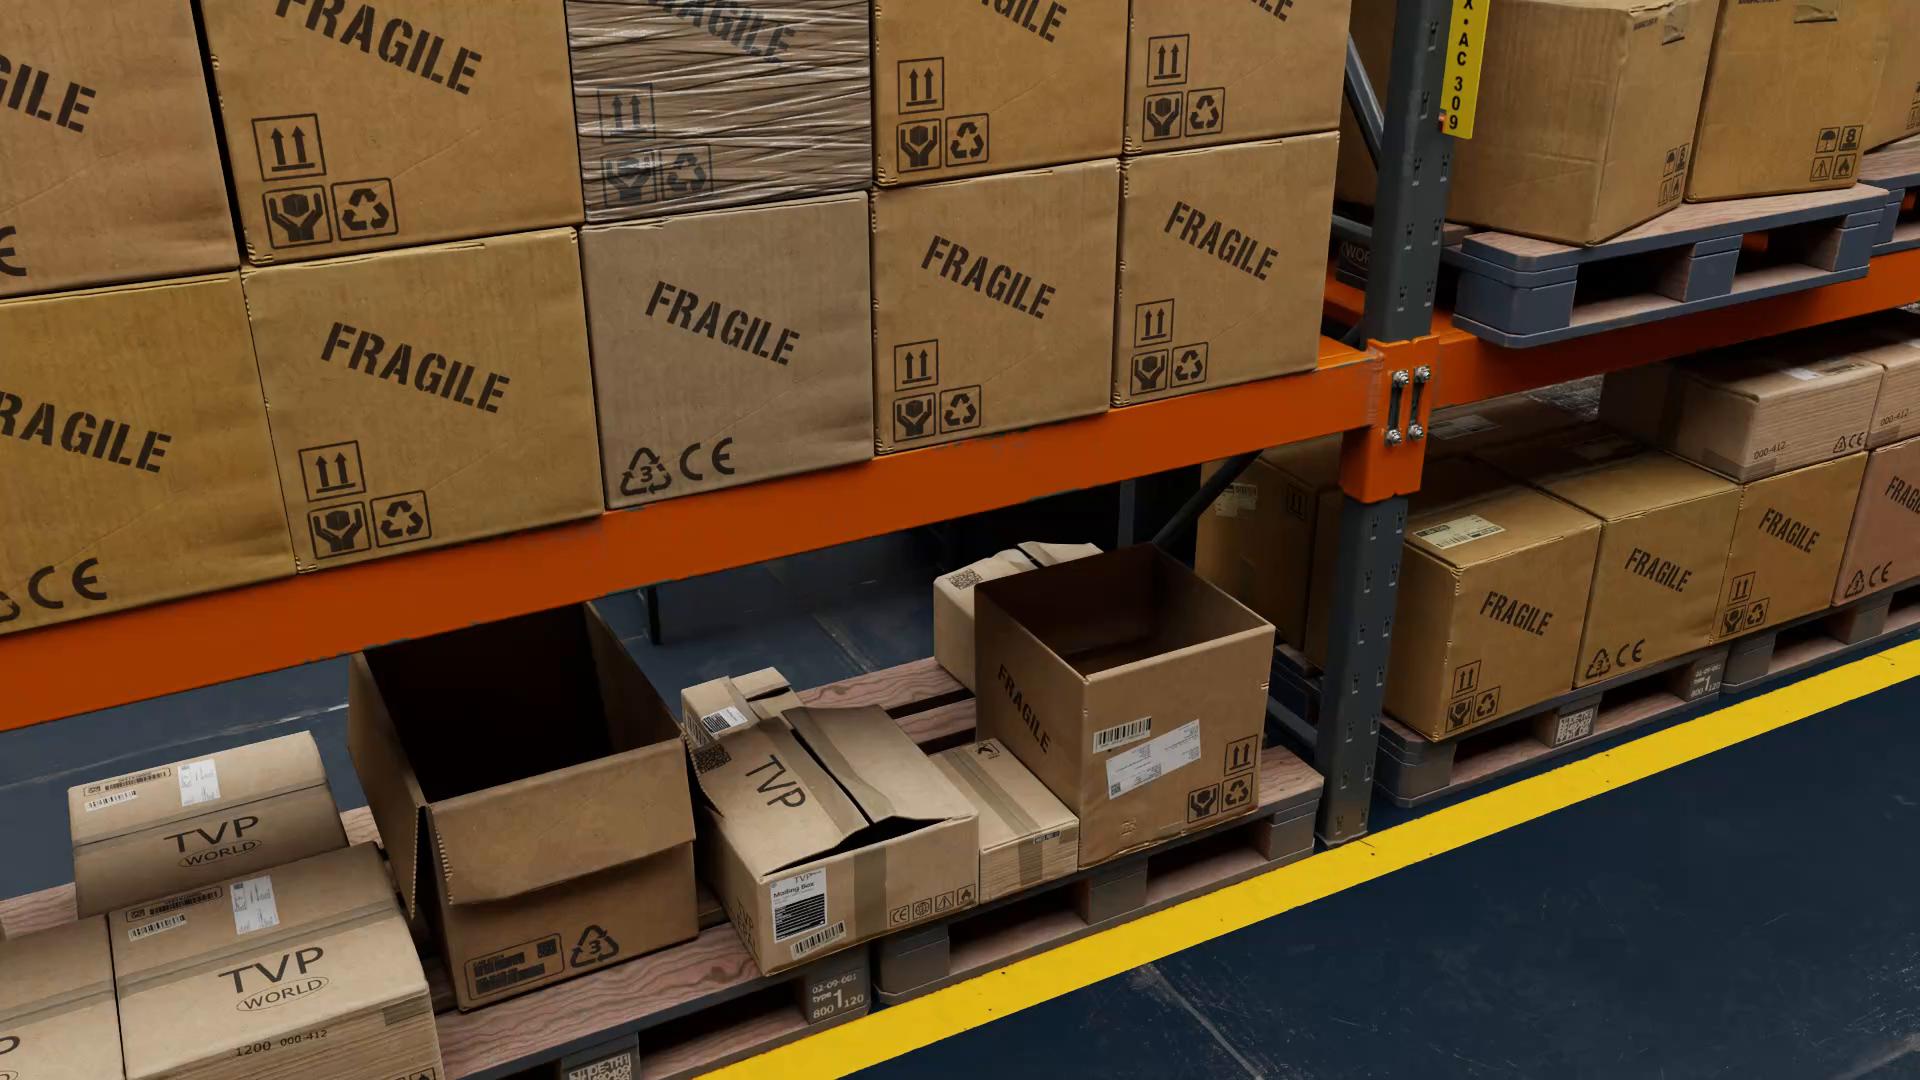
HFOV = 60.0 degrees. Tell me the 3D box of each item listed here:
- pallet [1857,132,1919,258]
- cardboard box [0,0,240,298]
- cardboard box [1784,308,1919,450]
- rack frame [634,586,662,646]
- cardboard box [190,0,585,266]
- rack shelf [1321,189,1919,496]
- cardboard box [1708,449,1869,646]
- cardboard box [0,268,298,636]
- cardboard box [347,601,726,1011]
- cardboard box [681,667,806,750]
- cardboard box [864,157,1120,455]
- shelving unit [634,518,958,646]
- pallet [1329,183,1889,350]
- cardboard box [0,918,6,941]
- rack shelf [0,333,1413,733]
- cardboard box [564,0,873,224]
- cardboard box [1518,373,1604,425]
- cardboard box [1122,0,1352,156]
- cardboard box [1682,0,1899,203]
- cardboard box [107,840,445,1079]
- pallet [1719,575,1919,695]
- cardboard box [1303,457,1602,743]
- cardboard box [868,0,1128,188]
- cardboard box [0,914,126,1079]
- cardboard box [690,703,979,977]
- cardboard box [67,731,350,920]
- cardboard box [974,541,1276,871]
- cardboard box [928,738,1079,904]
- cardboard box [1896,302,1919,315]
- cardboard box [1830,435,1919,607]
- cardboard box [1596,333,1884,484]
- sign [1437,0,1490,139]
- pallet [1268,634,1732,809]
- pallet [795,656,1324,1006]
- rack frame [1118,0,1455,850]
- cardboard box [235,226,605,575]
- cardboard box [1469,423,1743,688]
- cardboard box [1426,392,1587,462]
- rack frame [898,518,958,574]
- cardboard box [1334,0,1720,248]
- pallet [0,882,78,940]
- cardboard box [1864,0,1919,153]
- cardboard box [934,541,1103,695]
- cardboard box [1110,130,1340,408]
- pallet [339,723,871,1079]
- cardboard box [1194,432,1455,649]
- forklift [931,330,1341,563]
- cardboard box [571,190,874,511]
[{"bbox_3d":[2.552,-1.113,4.824,1.213,0.211,1.003,-13,29,-25],"label":"pallet"},{"bbox_3d":[-1.376,-0.663,2.394,0.500,0.500,0.500,-13,28,-24],"label":"cardboard box"},{"bbox_3d":[2.603,-0.504,4.847,0.500,0.250,0.500,-14,29,-26],"label":"cardboard box"},{"bbox_3d":[-1.039,-0.451,4.956,0.032,1.500,0.500,-12,28,-24],"label":"rack frame"},{"bbox_3d":[-0.928,-0.767,2.611,0.500,0.500,0.500,-13,29,-26],"label":"cardboard box"},{"bbox_3d":[2.501,-0.866,4.919,4.000,0.370,1.077,-13,29,-25],"label":"rack shelf"},{"bbox_3d":[2.188,-0.072,4.813,0.500,0.500,0.500,-13,28,-24],"label":"cardboard box"},{"bbox_3d":[-1.380,-0.211,2.608,0.500,0.500,0.500,-13,29,-25],"label":"cardboard box"},{"bbox_3d":[-0.919,0.529,3.559,0.637,0.503,0.797,-13,29,-25],"label":"cardboard box"},{"bbox_3d":[-0.494,0.479,4.052,0.250,0.166,0.380,-13,29,-25],"label":"cardboard box"},{"bbox_3d":[-0.038,-0.523,3.257,0.500,0.500,0.500,-12,28,-24],"label":"cardboard box"},{"bbox_3d":[-0.585,-0.550,5.163,1.048,1.500,0.538,-12,28,-24],"label":"shelving unit"},{"bbox_3d":[1.493,-0.817,4.208,1.213,0.211,1.003,-13,29,-25],"label":"pallet"},{"bbox_3d":[-2.029,0.858,3.263,0.250,0.166,0.380,-13,29,-25],"label":"cardboard box"},{"bbox_3d":[-1.028,-0.051,3.222,4.000,0.370,1.077,-13,29,-25],"label":"rack shelf"},{"bbox_3d":[-0.483,-0.869,2.823,0.500,0.500,0.500,-13,28,-25],"label":"cardboard box"},{"bbox_3d":[1.920,-0.264,5.213,0.500,0.500,0.500,-13,28,-24],"label":"cardboard box"},{"bbox_3d":[0.412,-1.077,3.256,0.500,0.500,0.500,-13,28,-25],"label":"cardboard box"},{"bbox_3d":[1.837,-1.192,4.167,0.500,0.500,0.700,-8,27,-17],"label":"cardboard box"},{"bbox_3d":[-1.297,0.867,3.147,0.500,0.250,0.500,-13,29,-25],"label":"cardboard box"},{"bbox_3d":[2.514,0.044,5.415,1.213,0.211,1.003,-13,29,-25],"label":"pallet"},{"bbox_3d":[1.278,0.140,4.372,0.500,0.500,0.500,-14,29,-27],"label":"cardboard box"},{"bbox_3d":[-0.038,-0.971,3.037,0.500,0.500,0.500,-14,29,-26],"label":"cardboard box"},{"bbox_3d":[-1.738,0.969,2.935,0.500,0.250,0.500,-13,29,-25],"label":"cardboard box"},{"bbox_3d":[-0.294,0.608,3.616,0.500,0.311,0.500,-13,29,-25],"label":"cardboard box"},{"bbox_3d":[-1.577,0.686,3.524,0.500,0.250,0.500,-13,29,-25],"label":"cardboard box"},{"bbox_3d":[0.367,0.370,3.893,0.500,0.500,0.500,-13,29,-25],"label":"cardboard box"},{"bbox_3d":[0.065,0.628,3.762,0.250,0.149,0.380,-13,29,-25],"label":"cardboard box"},{"bbox_3d":[3.271,-0.577,5.865,0.500,0.500,0.500,-14,29,-27],"label":"cardboard box"},{"bbox_3d":[2.634,-0.174,5.027,0.500,0.500,0.500,-14,29,-27],"label":"cardboard box"},{"bbox_3d":[2.161,-0.401,4.634,0.500,0.250,0.500,-13,29,-25],"label":"cardboard box"},{"bbox_3d":[0.999,-0.967,3.299,0.005,0.325,0.100,-13,29,-25],"label":"sign"},{"bbox_3d":[1.437,0.294,4.893,1.213,0.211,1.003,-13,29,-25],"label":"pallet"},{"bbox_3d":[0.130,0.614,4.228,1.213,0.211,1.003,-13,29,-25],"label":"pallet"},{"bbox_3d":[0.737,-0.783,3.915,0.127,3.000,1.000,-13,29,-25],"label":"rack frame"},{"bbox_3d":[-0.938,-0.312,2.819,0.500,0.500,0.500,-13,28,-24],"label":"cardboard box"},{"bbox_3d":[1.744,0.027,4.607,0.500,0.500,0.500,-13,28,-24],"label":"cardboard box"},{"bbox_3d":[1.477,-0.162,5.001,0.500,0.500,0.500,-13,29,-25],"label":"cardboard box"},{"bbox_3d":[-0.132,-0.650,5.370,0.032,1.500,0.500,-12,28,-24],"label":"rack frame"},{"bbox_3d":[1.260,-1.028,3.825,0.700,0.500,0.500,22,33,37],"label":"cardboard box"},{"bbox_3d":[-2.023,1.111,3.193,1.213,0.211,1.003,-13,29,-25],"label":"pallet"},{"bbox_3d":[2.267,-1.401,4.601,0.500,0.500,0.700,-22,33,-38],"label":"cardboard box"},{"bbox_3d":[0.264,0.234,4.395,0.500,0.311,0.500,-13,29,-25],"label":"cardboard box"},{"bbox_3d":[0.416,-0.628,3.477,0.500,0.500,0.500,-12,28,-24],"label":"cardboard box"},{"bbox_3d":[-0.948,0.864,3.707,1.213,0.211,1.003,-13,29,-25],"label":"pallet"},{"bbox_3d":[1.037,-0.064,4.798,0.500,0.500,0.500,-13,29,-25],"label":"cardboard box"},{"bbox_3d":[1.206,-1.631,5.762,3.031,2.935,1.130,-12,28,-24],"label":"forklift"},{"bbox_3d":[-0.490,-0.417,3.037,0.500,0.500,0.500,-12,28,-24],"label":"cardboard box"}]
